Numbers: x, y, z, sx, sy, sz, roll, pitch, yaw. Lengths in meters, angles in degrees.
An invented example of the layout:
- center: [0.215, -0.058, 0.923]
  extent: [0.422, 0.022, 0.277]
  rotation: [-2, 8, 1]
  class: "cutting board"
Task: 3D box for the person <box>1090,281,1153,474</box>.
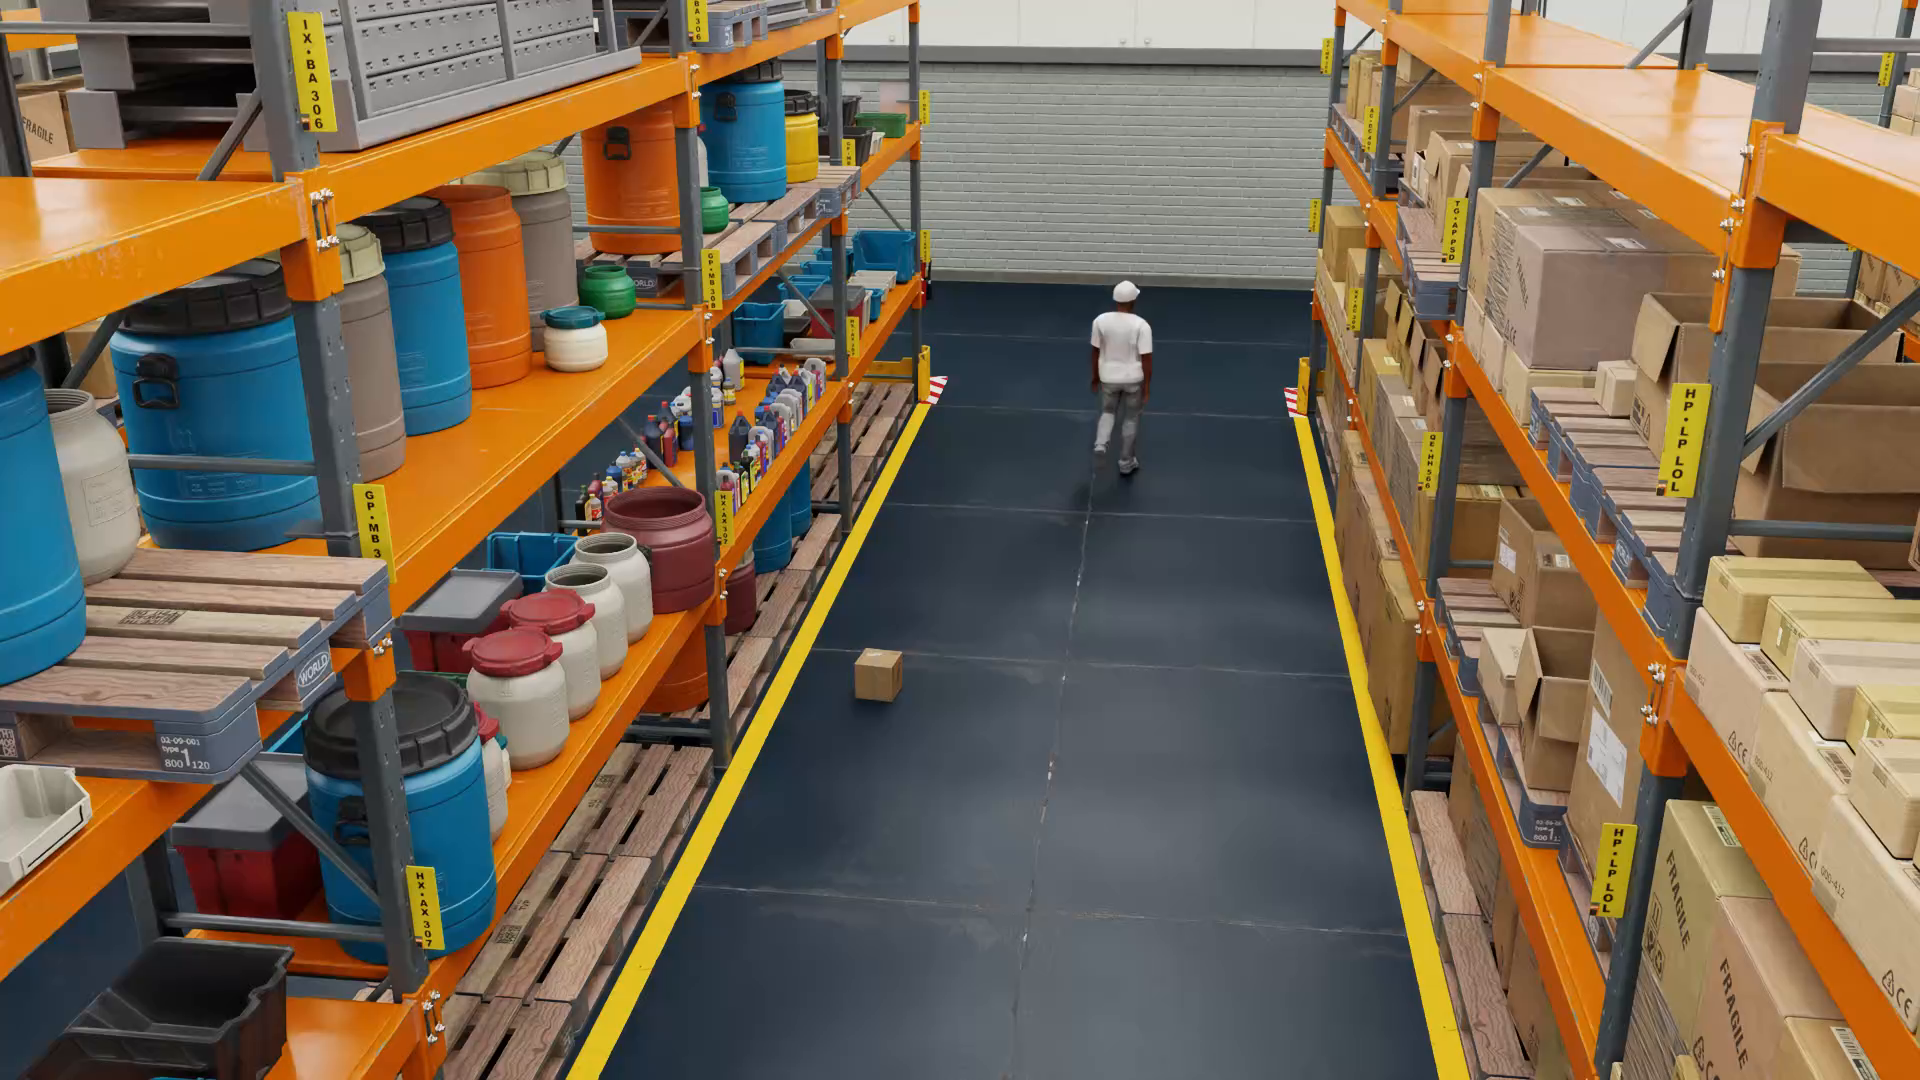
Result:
- center: [1.416, -1.419, 14.677]
  extent: [0.579, 1.754, 0.641]
  rotation: [8, 22, 19]
  class: "person"
